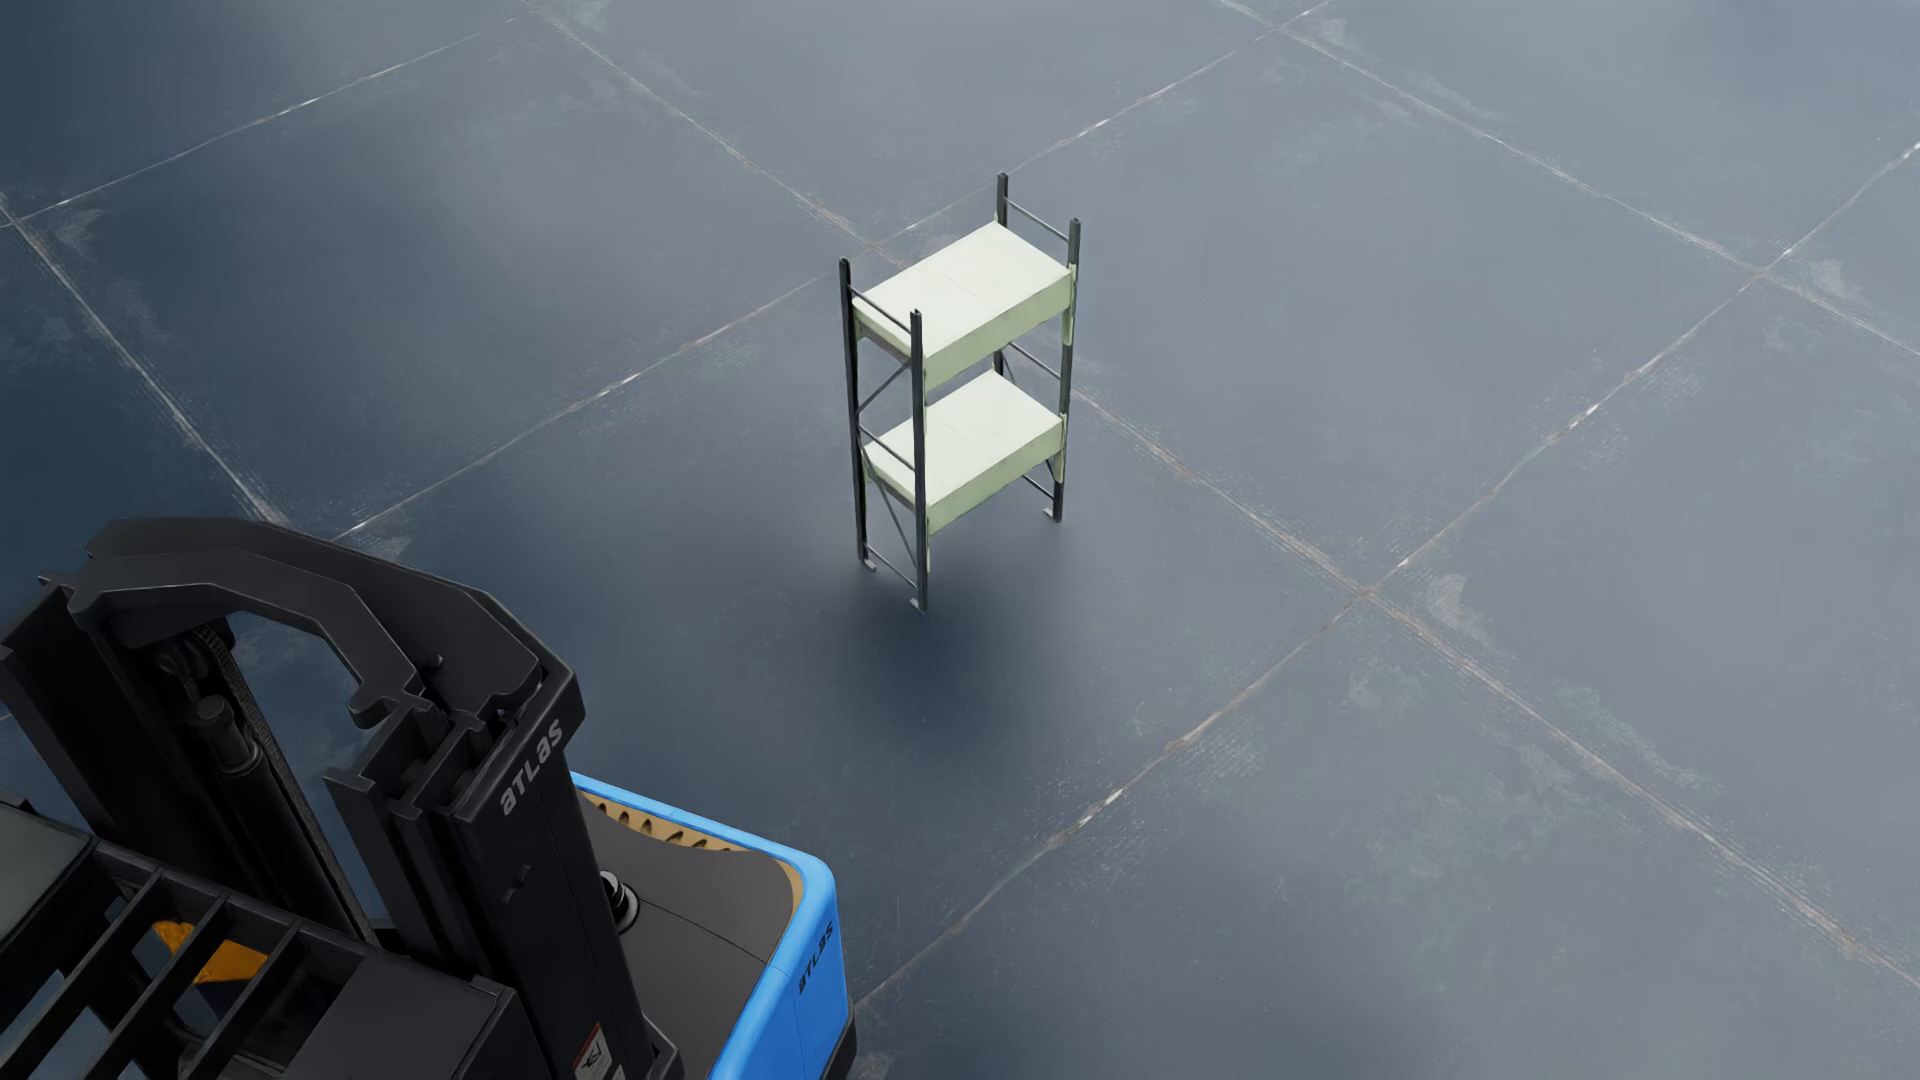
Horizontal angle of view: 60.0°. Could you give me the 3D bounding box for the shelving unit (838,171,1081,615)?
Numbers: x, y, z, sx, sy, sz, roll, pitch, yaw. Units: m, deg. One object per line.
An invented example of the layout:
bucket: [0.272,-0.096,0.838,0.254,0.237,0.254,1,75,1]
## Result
shelving unit: [0.005,-0.512,6.202,0.755,1.500,0.431,-34,56,-27]

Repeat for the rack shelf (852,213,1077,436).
rack shelf: [0.005,-0.777,5.915,0.720,0.370,0.431,-34,56,-27]

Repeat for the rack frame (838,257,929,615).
rack frame: [-0.266,-0.331,6.035,0.023,1.500,0.400,-34,56,-27]

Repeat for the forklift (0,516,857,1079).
forklift: [-1.334,1.488,3.383,1.130,2.935,3.031,16,49,14]

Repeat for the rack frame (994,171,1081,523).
rack frame: [0.276,-0.693,6.369,0.023,1.500,0.400,-34,56,-27]

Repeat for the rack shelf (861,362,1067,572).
rack shelf: [0.005,-0.291,6.441,0.720,0.370,0.431,-34,56,-27]
